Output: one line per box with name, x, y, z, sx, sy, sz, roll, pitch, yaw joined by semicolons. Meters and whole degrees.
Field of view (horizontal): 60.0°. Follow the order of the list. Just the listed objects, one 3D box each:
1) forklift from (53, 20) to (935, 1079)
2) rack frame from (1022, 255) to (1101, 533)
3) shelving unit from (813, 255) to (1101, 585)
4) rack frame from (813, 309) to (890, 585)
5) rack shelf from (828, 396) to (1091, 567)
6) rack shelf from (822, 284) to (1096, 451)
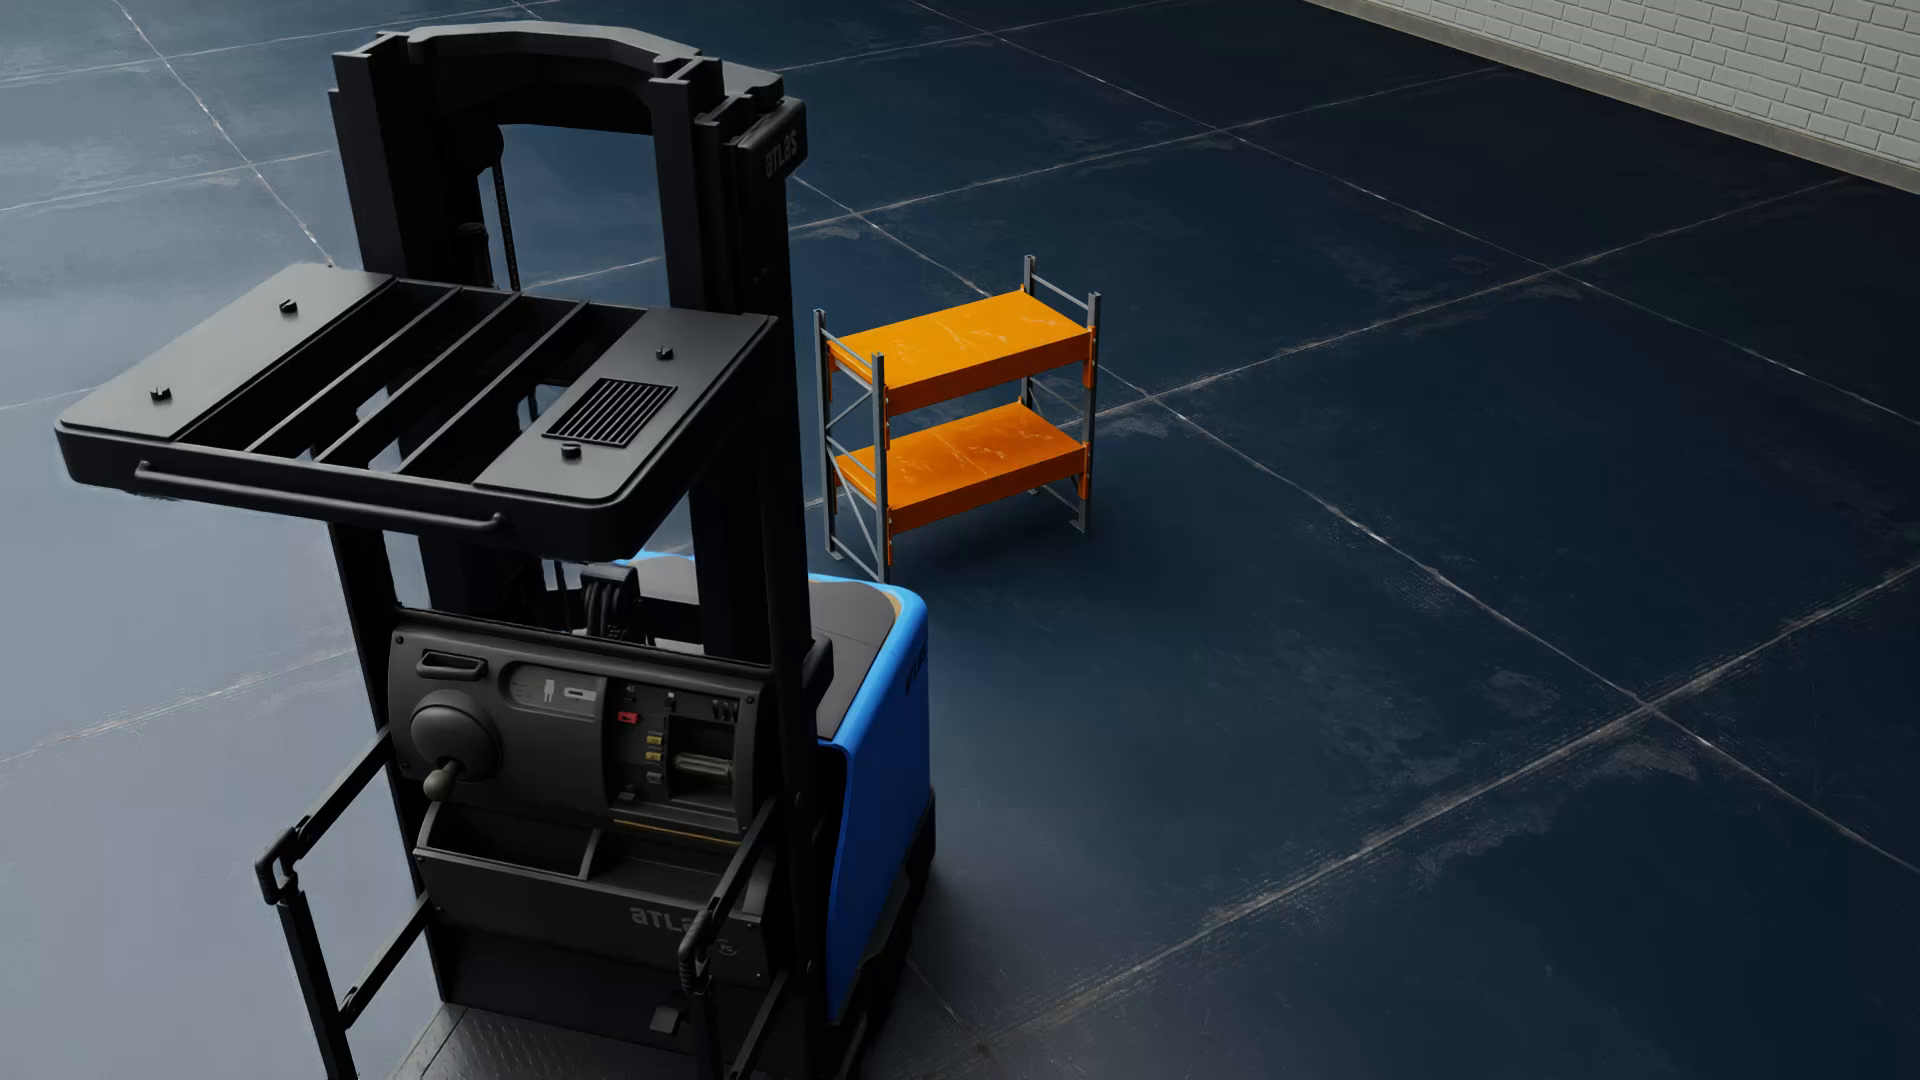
forklift;-0.958;0.508;3.697;1.130;2.935;3.031;8;33;13
rack frame;0.422;-0.621;7.180;0.032;1.125;0.500;-19;37;-27
shelving unit;-0.006;-0.474;6.947;1.048;1.125;0.538;-19;37;-27
rack frame;-0.433;-0.327;6.714;0.032;1.125;0.500;-19;37;-27
rack shelf;-0.006;-0.267;7.077;1.000;0.278;0.538;-19;37;-27
rack shelf;-0.006;-0.721;6.791;1.000;0.278;0.538;-19;37;-27
